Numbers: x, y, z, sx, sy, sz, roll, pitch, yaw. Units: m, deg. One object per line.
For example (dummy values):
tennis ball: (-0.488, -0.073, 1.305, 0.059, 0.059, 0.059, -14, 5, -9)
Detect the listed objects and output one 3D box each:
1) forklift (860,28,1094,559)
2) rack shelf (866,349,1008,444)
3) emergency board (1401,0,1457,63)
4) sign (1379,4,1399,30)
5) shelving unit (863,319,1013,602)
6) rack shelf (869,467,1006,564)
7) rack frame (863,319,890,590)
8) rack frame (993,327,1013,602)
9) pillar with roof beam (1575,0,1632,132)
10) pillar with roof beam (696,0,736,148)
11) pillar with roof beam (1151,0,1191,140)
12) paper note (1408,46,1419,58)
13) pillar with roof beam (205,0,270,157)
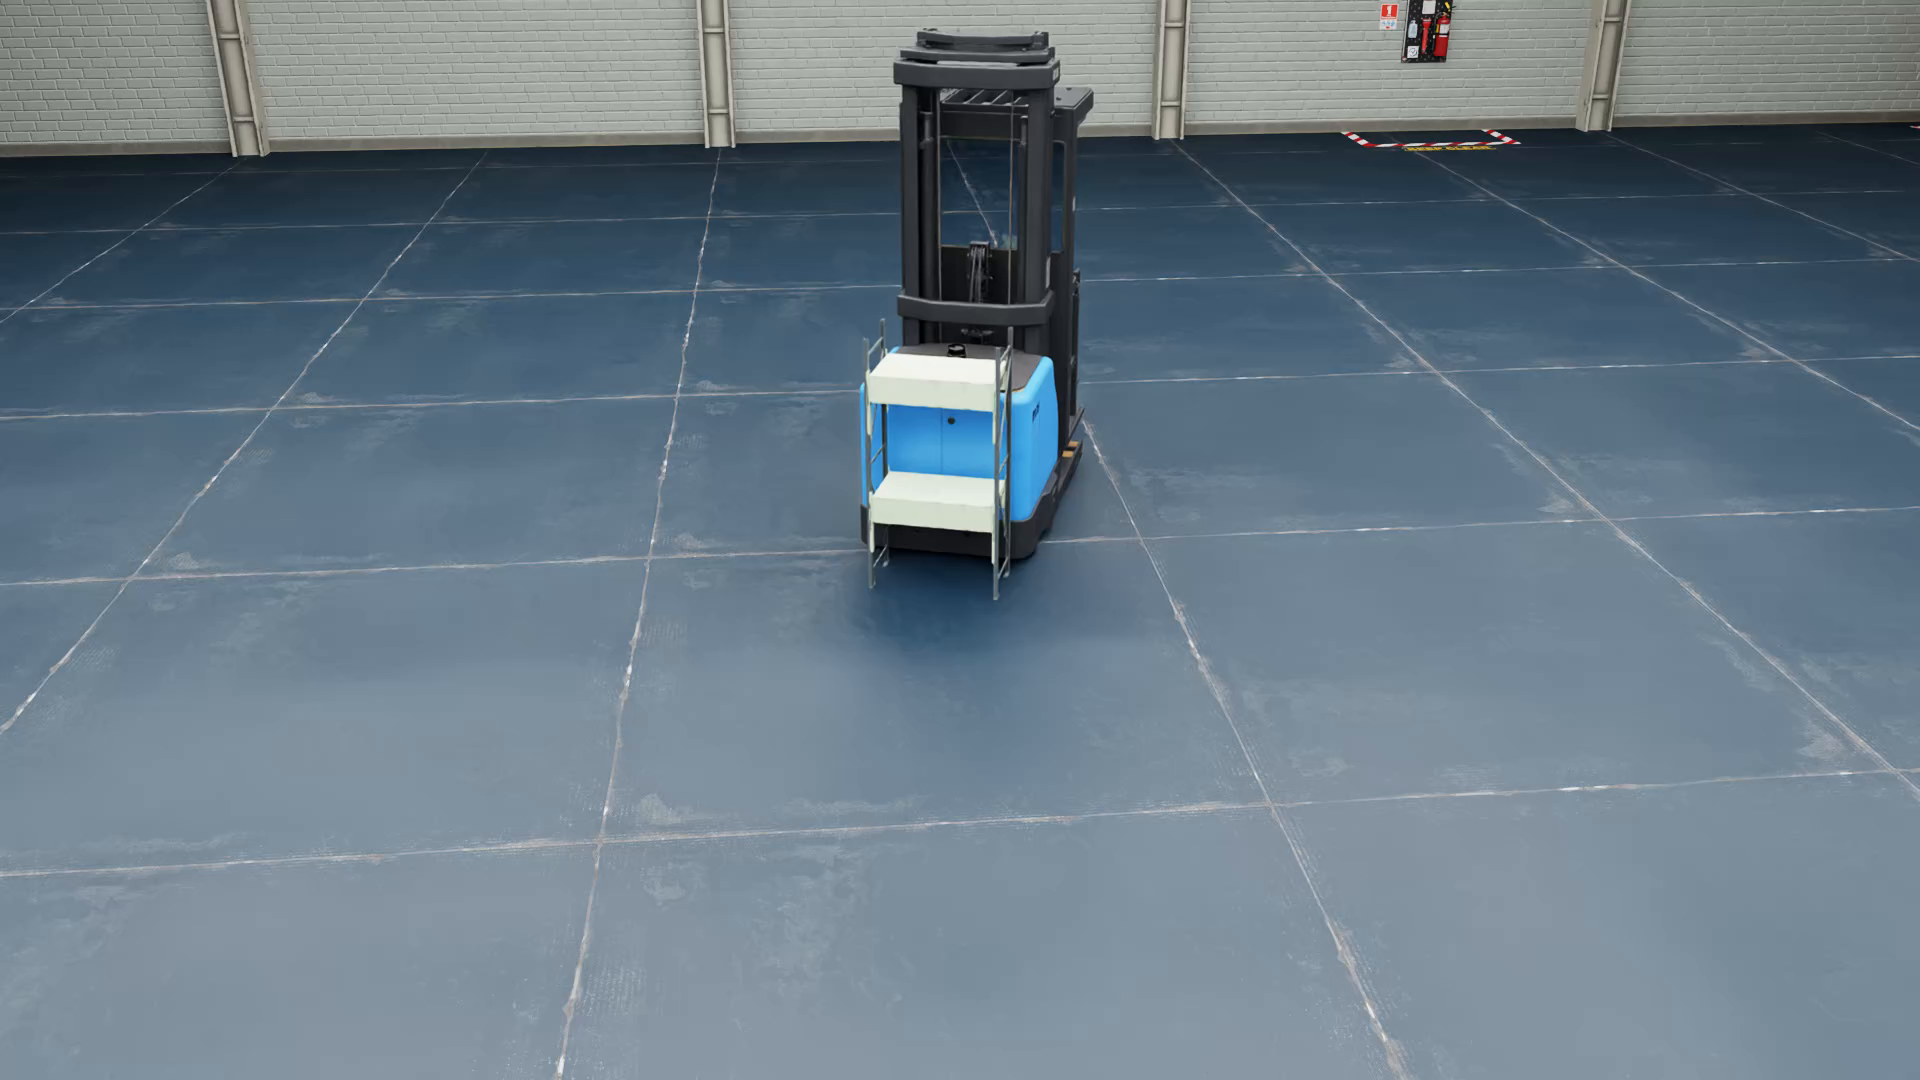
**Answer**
forklift: (0.225, -1.800, 10.691, 1.130, 2.935, 3.031, 5, 24, 12)
rack shelf: (-0.117, -0.803, 9.250, 0.720, 0.370, 0.431, 5, 24, 11)
emergency board: (6.314, -6.986, 22.274, 0.643, 1.169, 0.194, -2, 24, -5)
sign: (5.754, -7.022, 22.311, 0.234, 0.329, 0.001, -2, 24, -5)
shelving unit: (-0.117, -0.447, 9.408, 0.755, 1.500, 0.431, 5, 24, 11)
rack shelf: (-0.117, -0.149, 9.541, 0.720, 0.370, 0.431, 5, 24, 11)
rack frame: (-0.475, -0.478, 9.479, 0.023, 1.500, 0.400, 5, 24, 11)
rack frame: (0.241, -0.415, 9.338, 0.023, 1.500, 0.400, 5, 24, 11)
pillar with roof beam: (9.200, -8.070, 17.328, 0.400, 9.000, 9.100, -2, 24, -5)
pillar with roof beam: (-2.741, -7.591, 16.250, 0.400, 9.000, 9.100, -2, 24, -5)
pillar with roof beam: (3.229, -7.831, 16.789, 0.400, 9.000, 9.100, -2, 24, -5)
paper note: (6.131, -6.604, 22.499, 0.142, 0.148, 0.016, -2, 24, -5)
pillar with roof beam: (-8.712, -7.352, 15.711, 0.400, 9.000, 9.100, -2, 24, -5)
